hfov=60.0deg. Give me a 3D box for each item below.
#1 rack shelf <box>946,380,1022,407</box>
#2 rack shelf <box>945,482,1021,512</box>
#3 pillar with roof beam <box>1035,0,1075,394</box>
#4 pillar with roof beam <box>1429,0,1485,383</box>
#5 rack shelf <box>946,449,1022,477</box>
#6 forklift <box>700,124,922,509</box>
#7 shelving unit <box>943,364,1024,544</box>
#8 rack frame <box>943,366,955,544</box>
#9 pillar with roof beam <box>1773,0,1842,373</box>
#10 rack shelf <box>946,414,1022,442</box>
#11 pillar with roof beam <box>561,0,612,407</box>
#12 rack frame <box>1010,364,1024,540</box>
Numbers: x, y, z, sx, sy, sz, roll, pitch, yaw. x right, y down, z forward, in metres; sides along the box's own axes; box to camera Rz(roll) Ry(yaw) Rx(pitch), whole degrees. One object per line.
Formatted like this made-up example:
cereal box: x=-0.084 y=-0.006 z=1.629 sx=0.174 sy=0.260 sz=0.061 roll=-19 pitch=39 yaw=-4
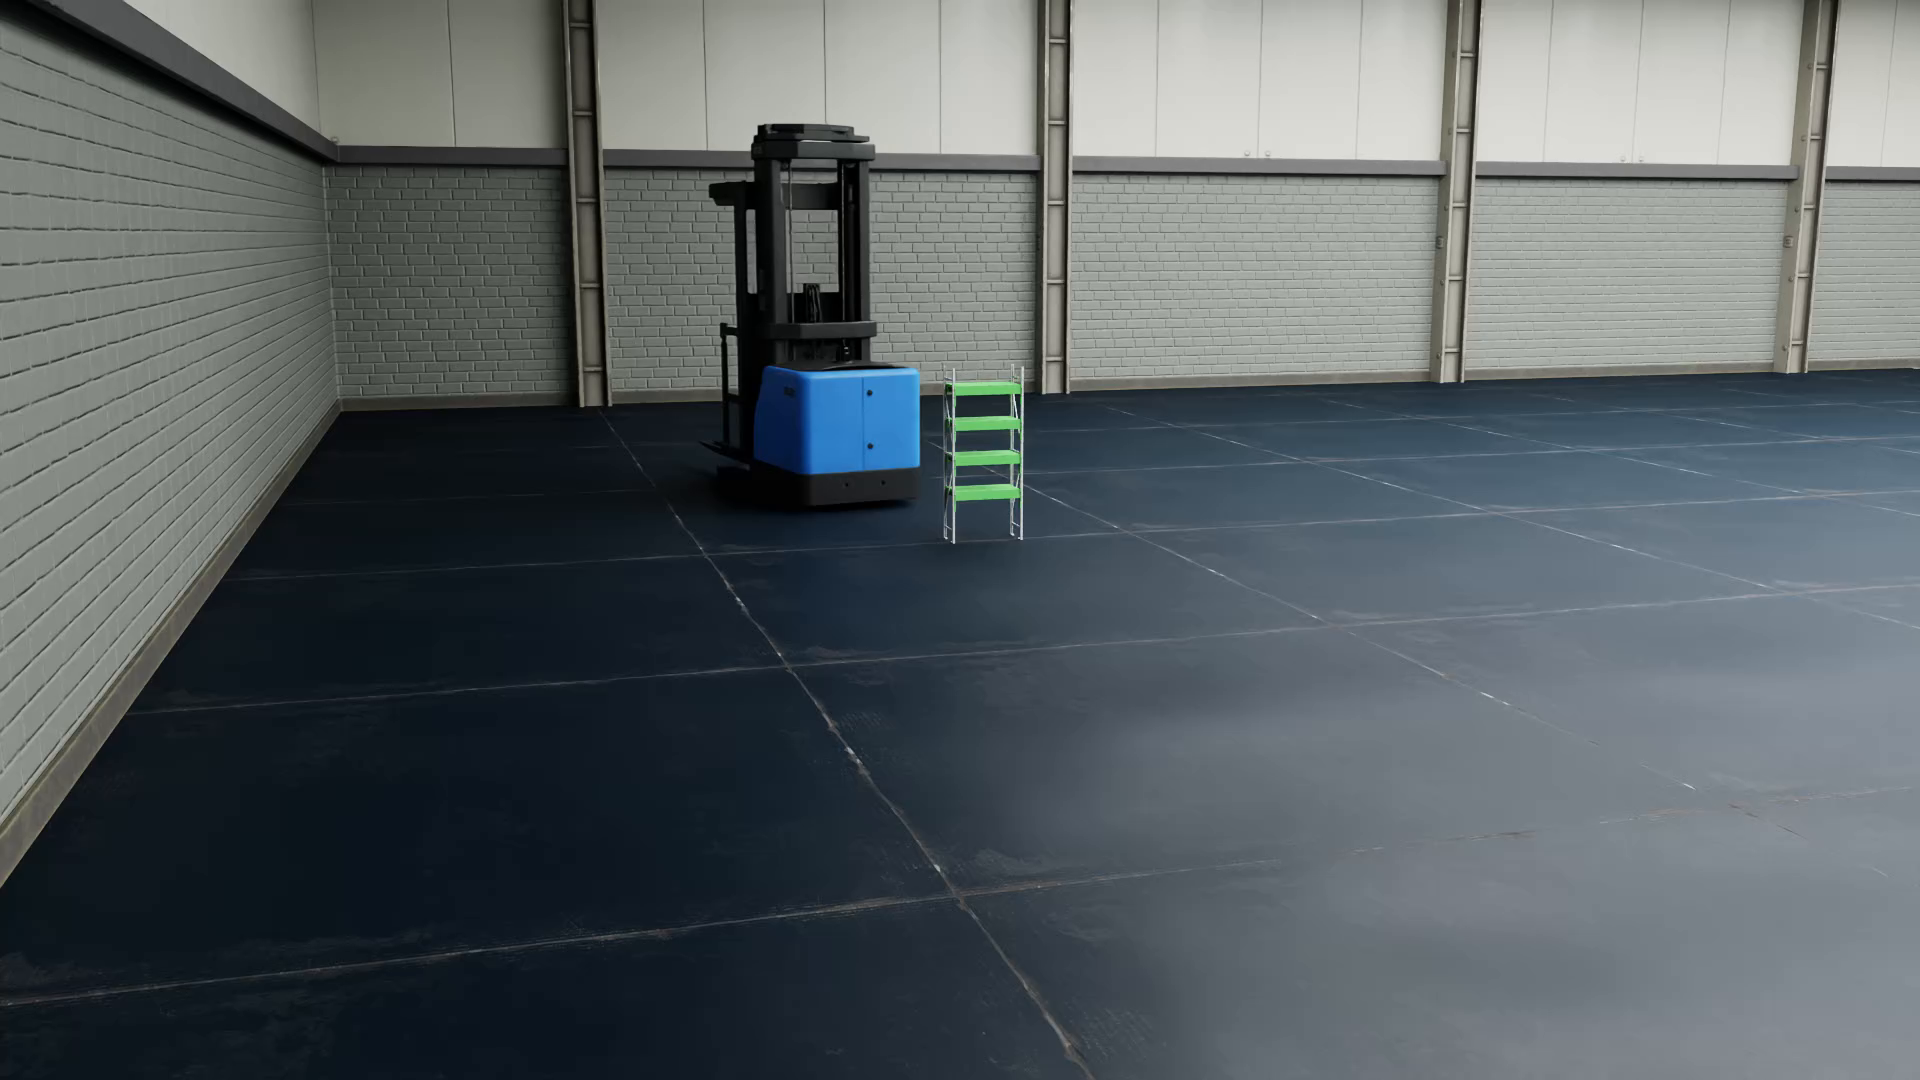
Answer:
rack shelf: x=0.159 y=-1.008 z=11.408 sx=0.480 sy=0.148 sz=0.258 roll=-3 pitch=11 yaw=-16
rack shelf: x=0.159 y=-0.300 z=11.538 sx=0.480 sy=0.148 sz=0.258 roll=-3 pitch=11 yaw=-16
pillar with roof beam: x=2.437 y=-5.652 z=17.391 sx=0.400 sy=9.000 sz=9.100 roll=-3 pitch=11 yaw=-16
pillar with roof beam: x=8.198 y=-5.955 z=19.040 sx=0.400 sy=9.000 sz=9.100 roll=-3 pitch=11 yaw=-16
rack shelf: x=0.159 y=-0.536 z=11.495 sx=0.480 sy=0.148 sz=0.258 roll=-3 pitch=11 yaw=-16
forklift: x=-1.406 y=-1.907 z=13.810 sx=1.130 sy=2.935 sz=3.031 roll=-5 pitch=12 yaw=-26
shelving unit: x=0.159 y=-0.598 z=11.483 sx=0.503 sy=1.200 sz=0.258 roll=-3 pitch=11 yaw=-16
rack frame: x=-0.075 y=-0.586 z=11.416 sx=0.015 sy=1.200 sz=0.240 roll=-3 pitch=11 yaw=-16
pillar with roof beam: x=13.959 y=-6.259 z=20.689 sx=0.400 sy=9.000 sz=9.100 roll=-3 pitch=11 yaw=-16
rack shelf: x=0.159 y=-0.772 z=11.451 sx=0.480 sy=0.148 sz=0.258 roll=-3 pitch=11 yaw=-16
pillar with roof beam: x=-3.324 y=-5.348 z=15.742 sx=0.400 sy=9.000 sz=9.100 roll=-3 pitch=11 yaw=-16
rack frame: x=0.393 y=-0.611 z=11.550 sx=0.015 sy=1.200 sz=0.240 roll=-3 pitch=11 yaw=-16
